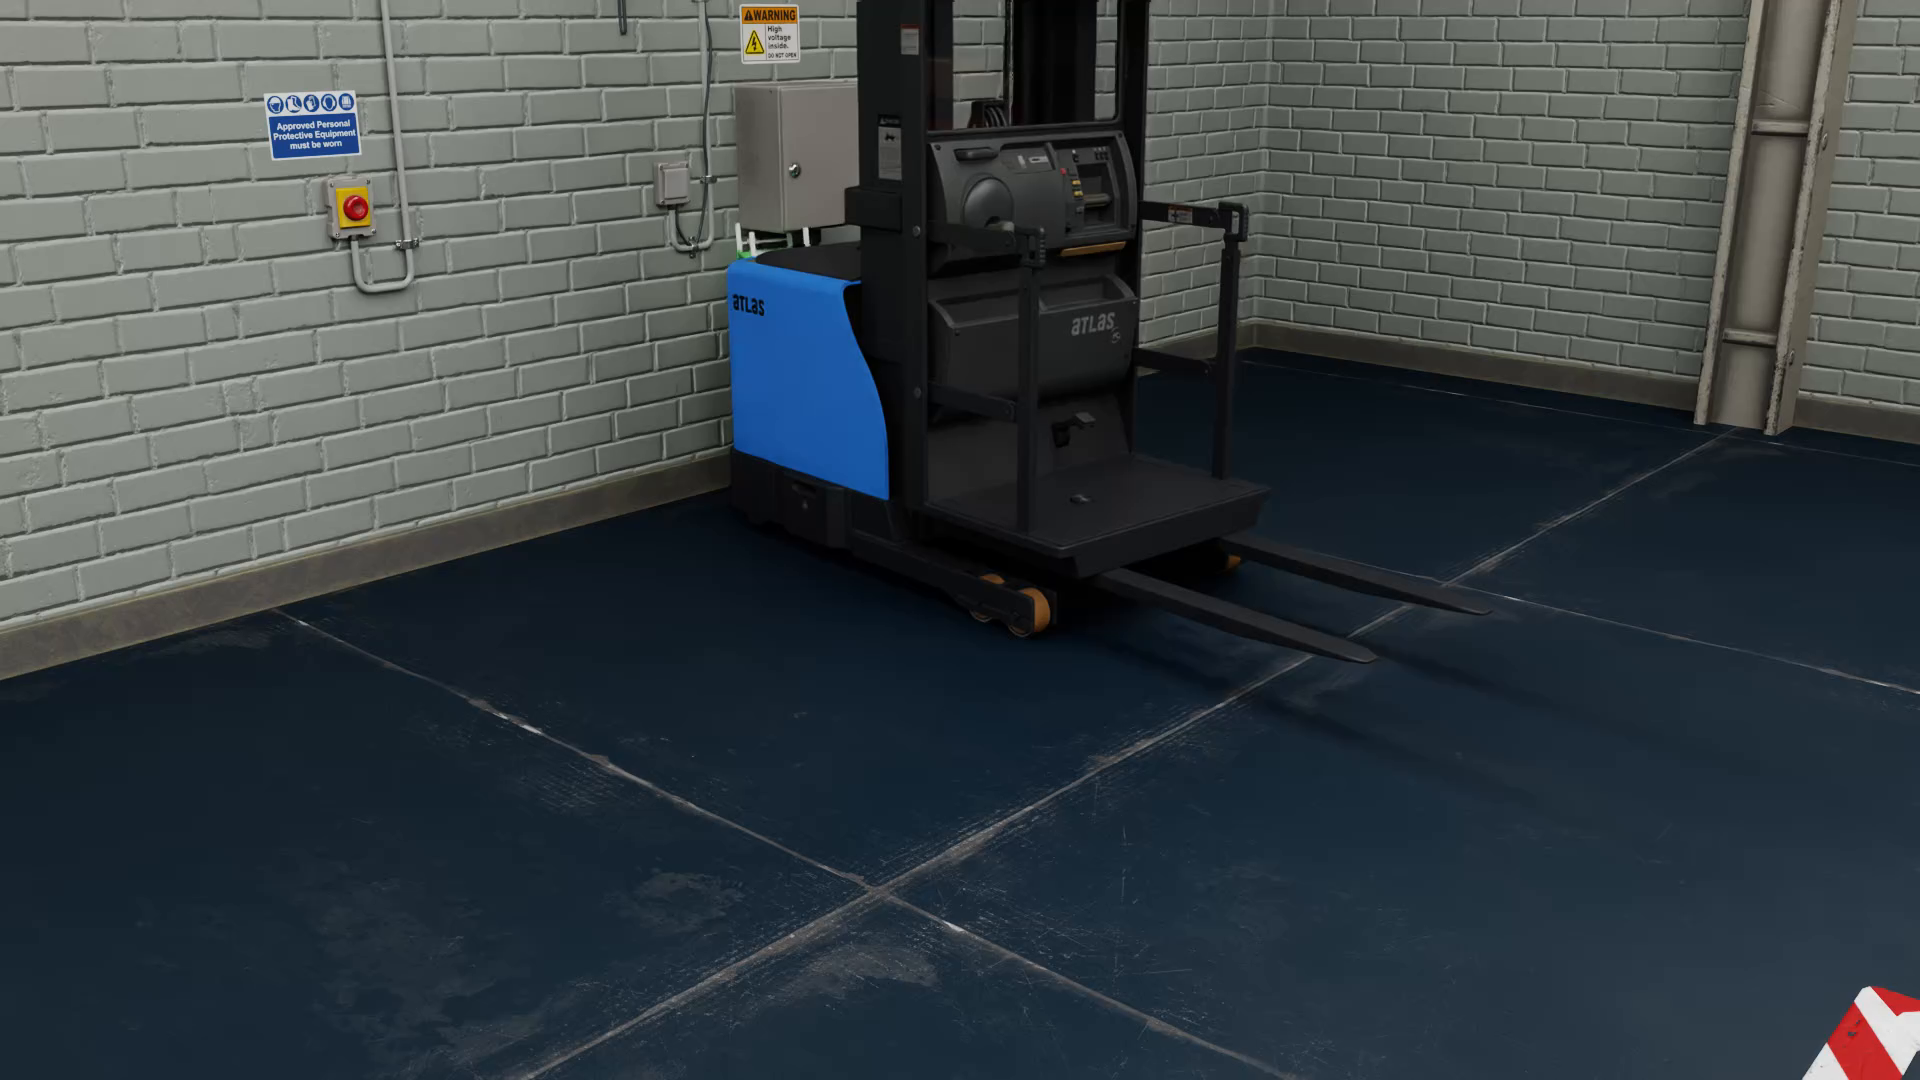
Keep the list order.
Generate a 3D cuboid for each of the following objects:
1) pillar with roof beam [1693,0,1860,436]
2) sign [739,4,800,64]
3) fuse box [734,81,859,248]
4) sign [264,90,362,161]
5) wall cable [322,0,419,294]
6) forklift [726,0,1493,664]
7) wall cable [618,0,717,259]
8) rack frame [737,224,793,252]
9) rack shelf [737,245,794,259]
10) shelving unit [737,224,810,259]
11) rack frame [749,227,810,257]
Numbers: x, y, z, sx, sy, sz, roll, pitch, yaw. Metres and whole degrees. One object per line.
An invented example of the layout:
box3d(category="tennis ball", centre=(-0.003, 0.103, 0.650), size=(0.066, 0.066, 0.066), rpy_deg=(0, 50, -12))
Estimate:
box3d(category="pillar with roof beam", centre=(1.133, -3.906, 4.044), size=(0.400, 9.000, 9.100), rpy_deg=(15, 23, 39))
box3d(category="sign", centre=(-0.804, -2.147, 7.054), size=(0.001, 0.242, 0.339), rpy_deg=(15, 23, 39))
box3d(category="fuse box", centre=(-0.612, -1.111, 7.282), size=(0.414, 1.711, 0.539), rpy_deg=(15, 23, 39))
box3d(category="sign", centre=(-2.193, -1.409, 5.645), size=(0.001, 0.218, 0.327), rpy_deg=(15, 23, 39))
box3d(category="wall cable", centre=(-2.116, -1.778, 5.524), size=(0.123, 1.953, 0.585), rpy_deg=(15, 23, 39))
box3d(category="forklift", centre=(0.414, -1.243, 5.683), size=(1.130, 2.935, 3.031), rpy_deg=(-15, 23, -39))
box3d(category="wall cable", centre=(-1.183, -2.086, 6.547), size=(0.122, 1.984, 0.588), rpy_deg=(15, 23, 39))
box3d(category="rack frame", centre=(-0.812, -0.794, 7.321), size=(0.240, 1.200, 0.015), rpy_deg=(-7, 16, -12))
box3d(category="rack shelf", centre=(-0.779, -1.134, 6.980), size=(0.258, 0.148, 0.480), rpy_deg=(-7, 16, -12))
box3d(category="shelving unit", centre=(-0.754, -0.734, 7.092), size=(0.258, 1.200, 0.503), rpy_deg=(-7, 16, -12))
box3d(category="rack frame", centre=(-0.695, -0.674, 6.863), size=(0.240, 1.200, 0.015), rpy_deg=(-7, 16, -12))
